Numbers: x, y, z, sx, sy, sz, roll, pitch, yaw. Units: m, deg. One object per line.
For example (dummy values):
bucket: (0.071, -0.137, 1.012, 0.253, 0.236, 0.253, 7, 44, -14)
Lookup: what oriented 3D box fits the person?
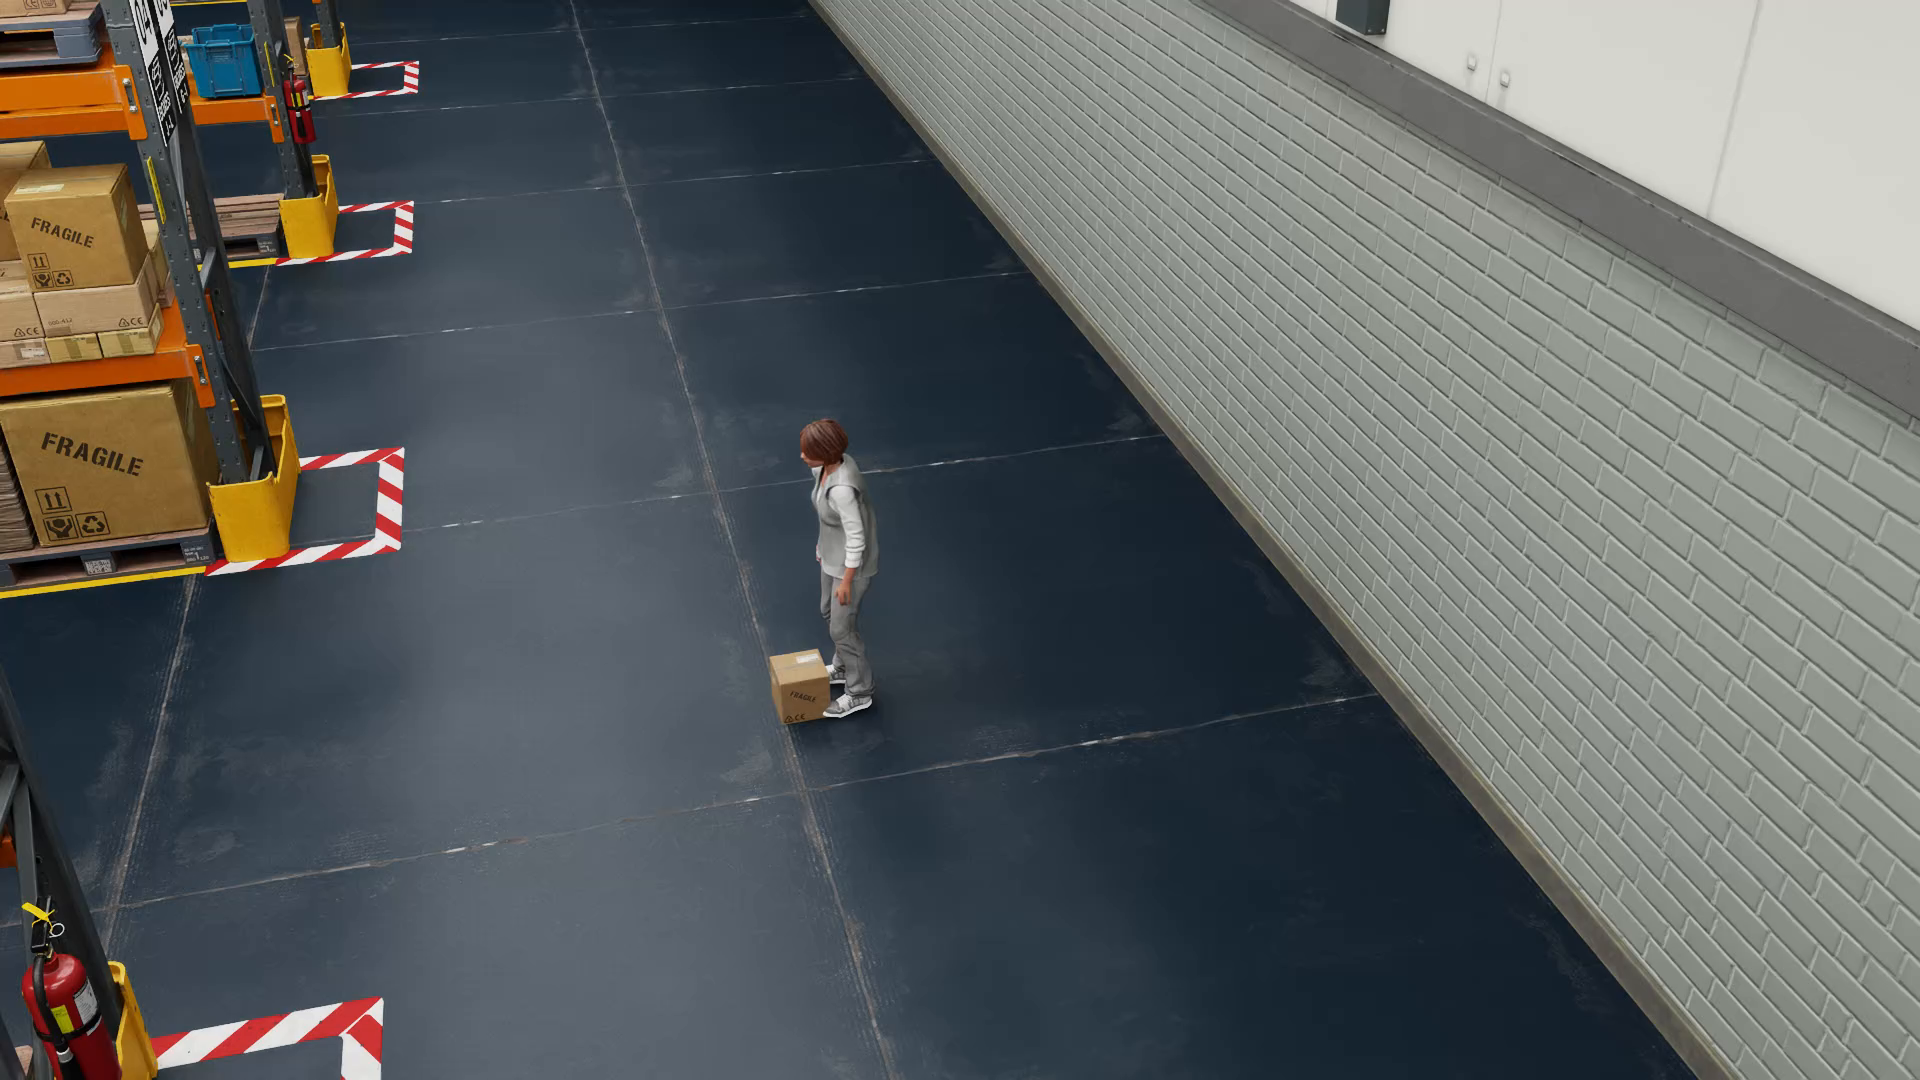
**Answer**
person: (-0.575, 0.122, 8.033, 0.348, 1.593, 0.476, -9, 32, -14)
